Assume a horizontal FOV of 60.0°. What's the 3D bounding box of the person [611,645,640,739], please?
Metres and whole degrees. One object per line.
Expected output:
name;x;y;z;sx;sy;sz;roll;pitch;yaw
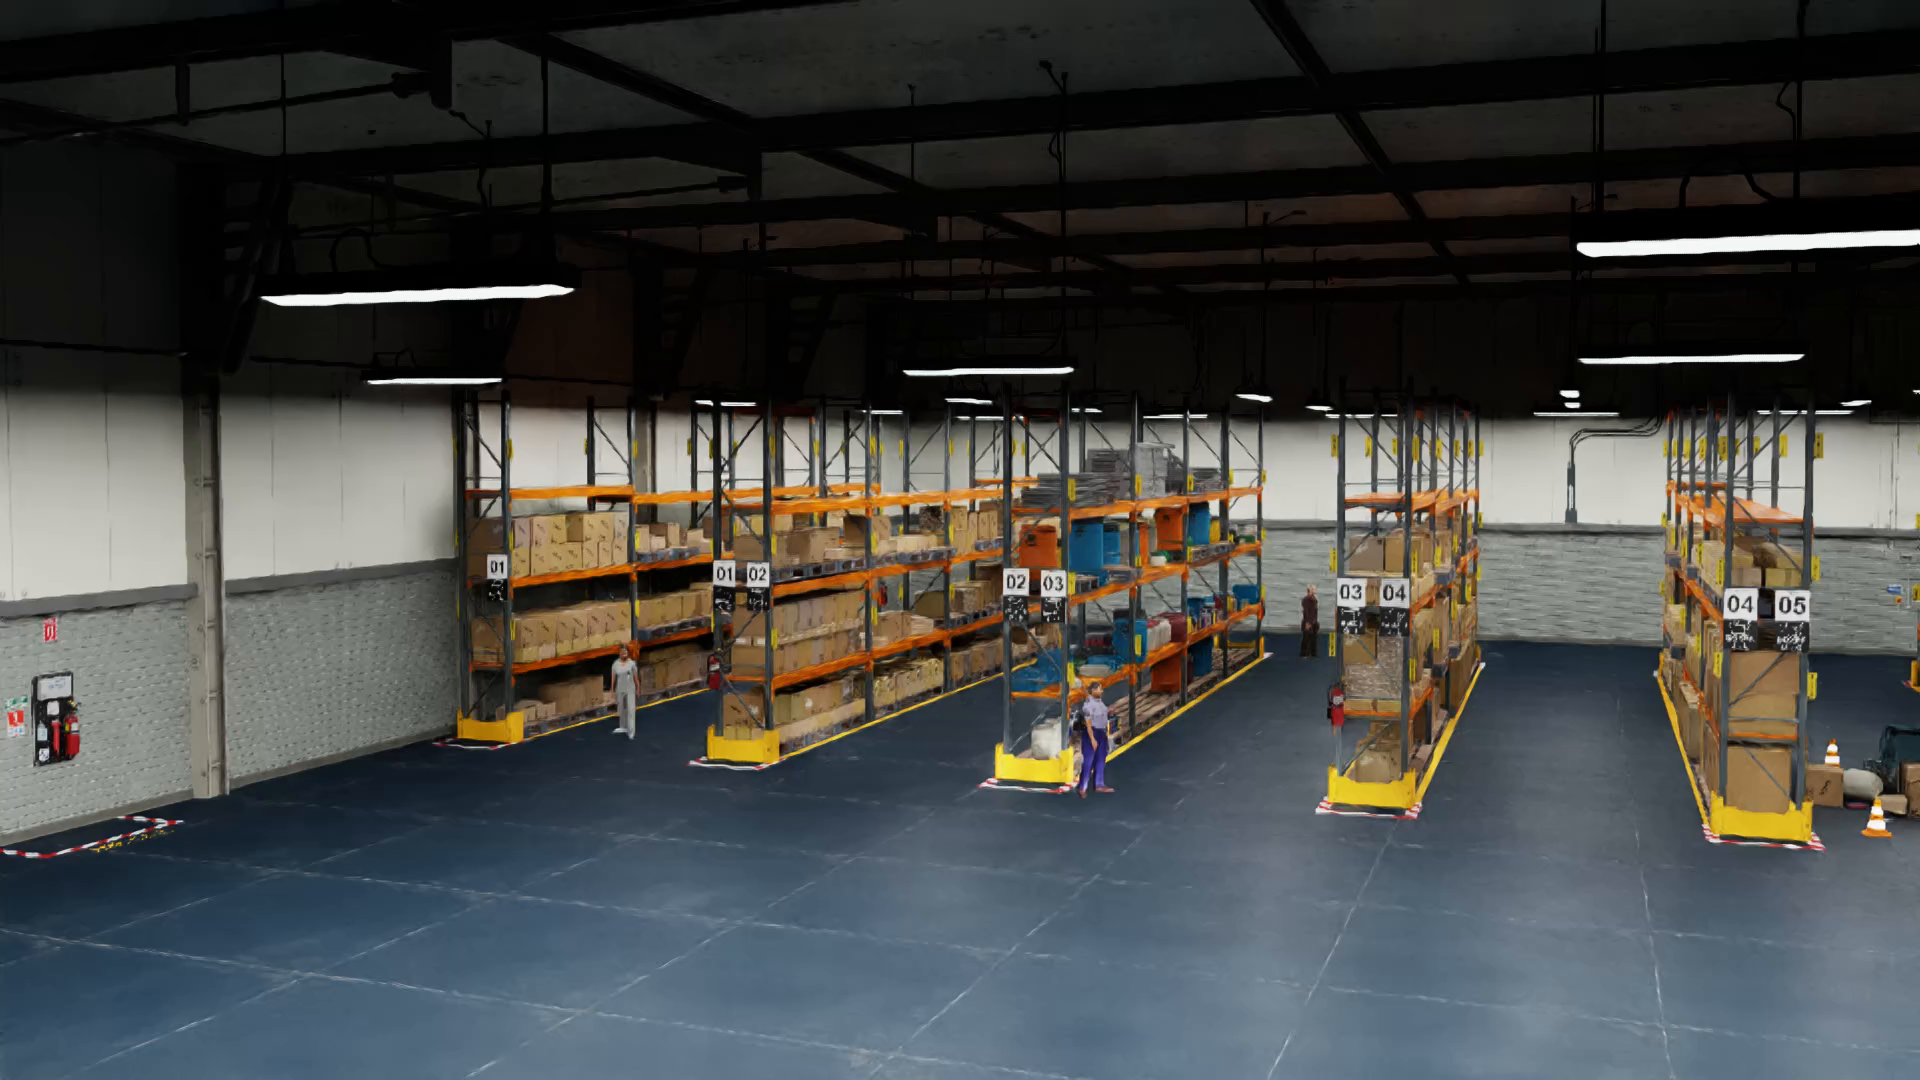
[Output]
person;-5.798;2.611;28.765;0.479;1.621;0.950;0;3;-3

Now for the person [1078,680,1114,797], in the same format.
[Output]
person;1.935;2.845;23.970;0.386;1.650;0.653;2;4;31

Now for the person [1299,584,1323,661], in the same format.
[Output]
person;8.289;1.932;39.230;0.421;1.781;0.673;2;4;38
